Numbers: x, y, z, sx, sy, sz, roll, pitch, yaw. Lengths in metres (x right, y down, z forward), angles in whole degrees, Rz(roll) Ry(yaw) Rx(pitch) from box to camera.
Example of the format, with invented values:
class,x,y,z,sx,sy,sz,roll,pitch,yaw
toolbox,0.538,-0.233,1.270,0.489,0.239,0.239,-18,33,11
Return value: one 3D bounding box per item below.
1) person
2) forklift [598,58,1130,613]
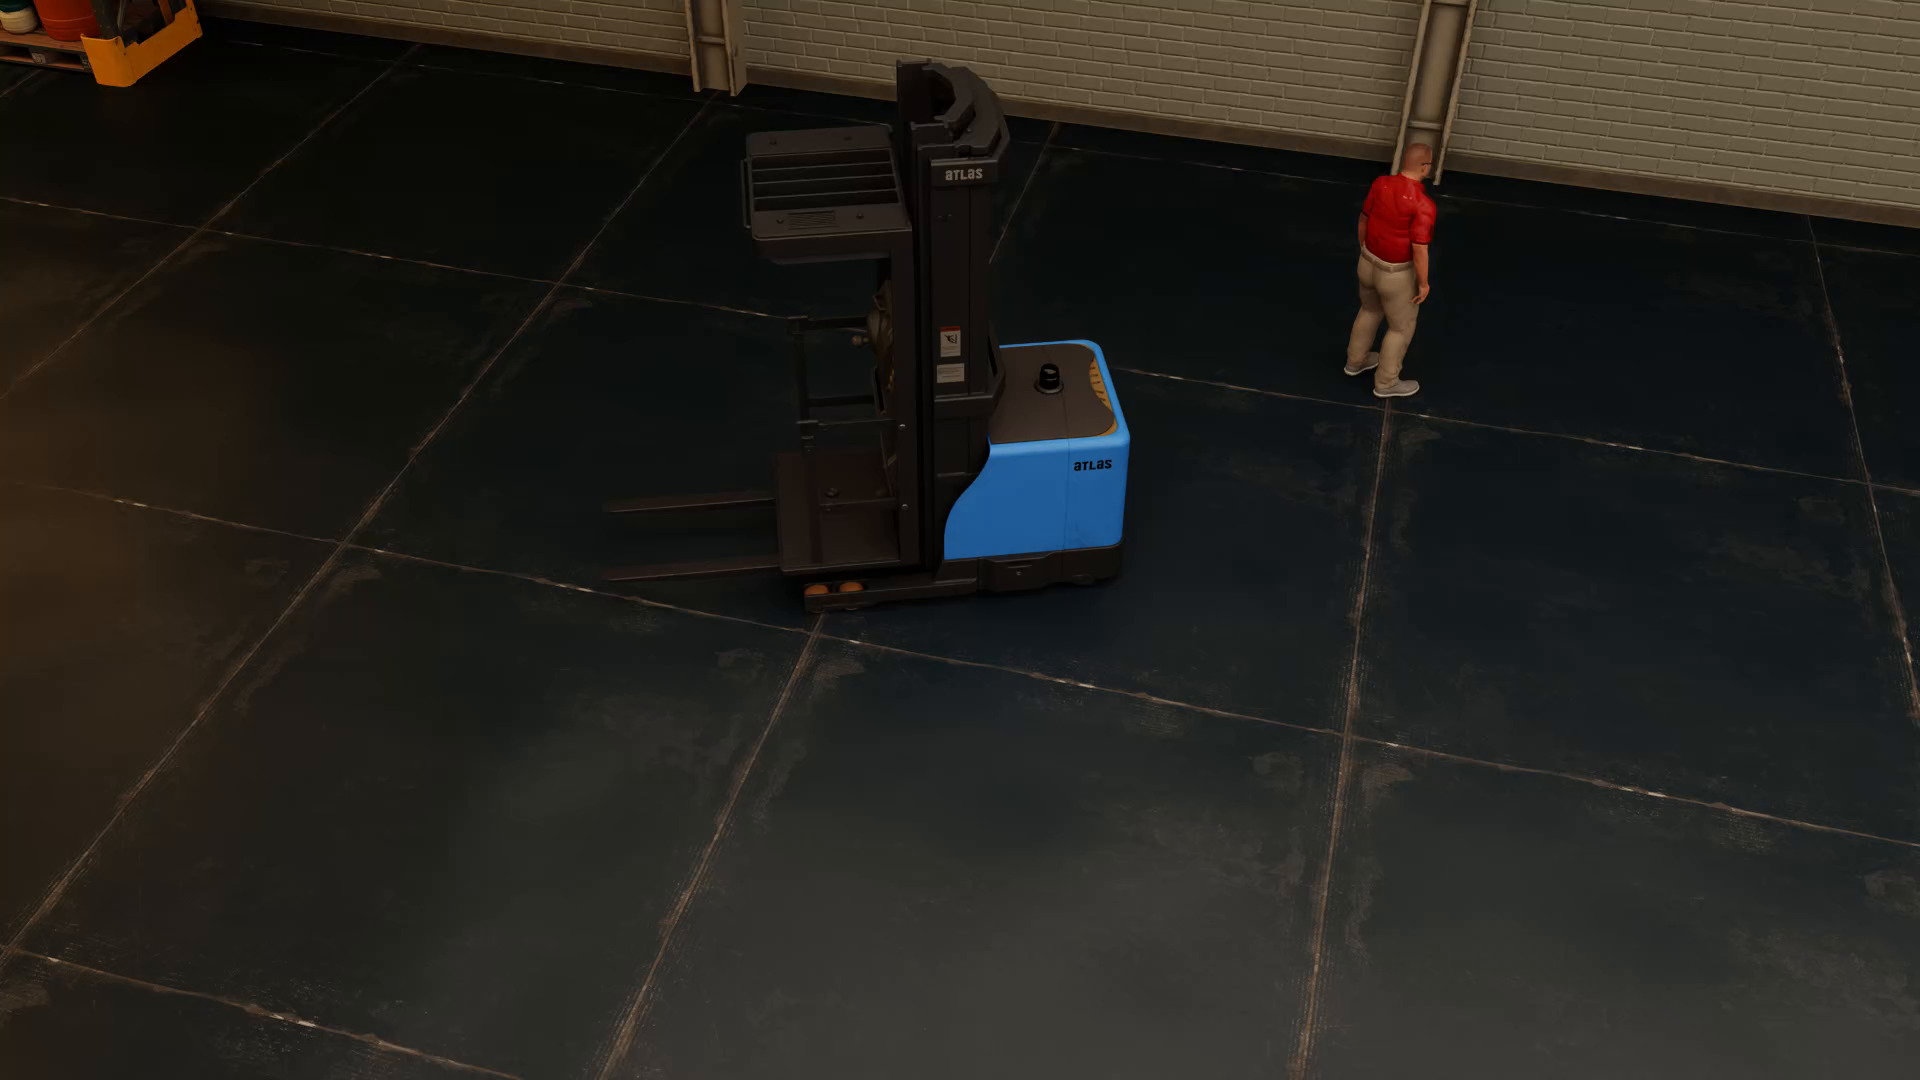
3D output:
class,x,y,z,sx,sy,sz,roll,pitch,yaw
person,2.807,-1.753,10.775,0.399,1.726,0.600,-23,46,-24
forklift,-0.604,-1.052,9.062,3.031,2.935,1.130,-5,41,-5
